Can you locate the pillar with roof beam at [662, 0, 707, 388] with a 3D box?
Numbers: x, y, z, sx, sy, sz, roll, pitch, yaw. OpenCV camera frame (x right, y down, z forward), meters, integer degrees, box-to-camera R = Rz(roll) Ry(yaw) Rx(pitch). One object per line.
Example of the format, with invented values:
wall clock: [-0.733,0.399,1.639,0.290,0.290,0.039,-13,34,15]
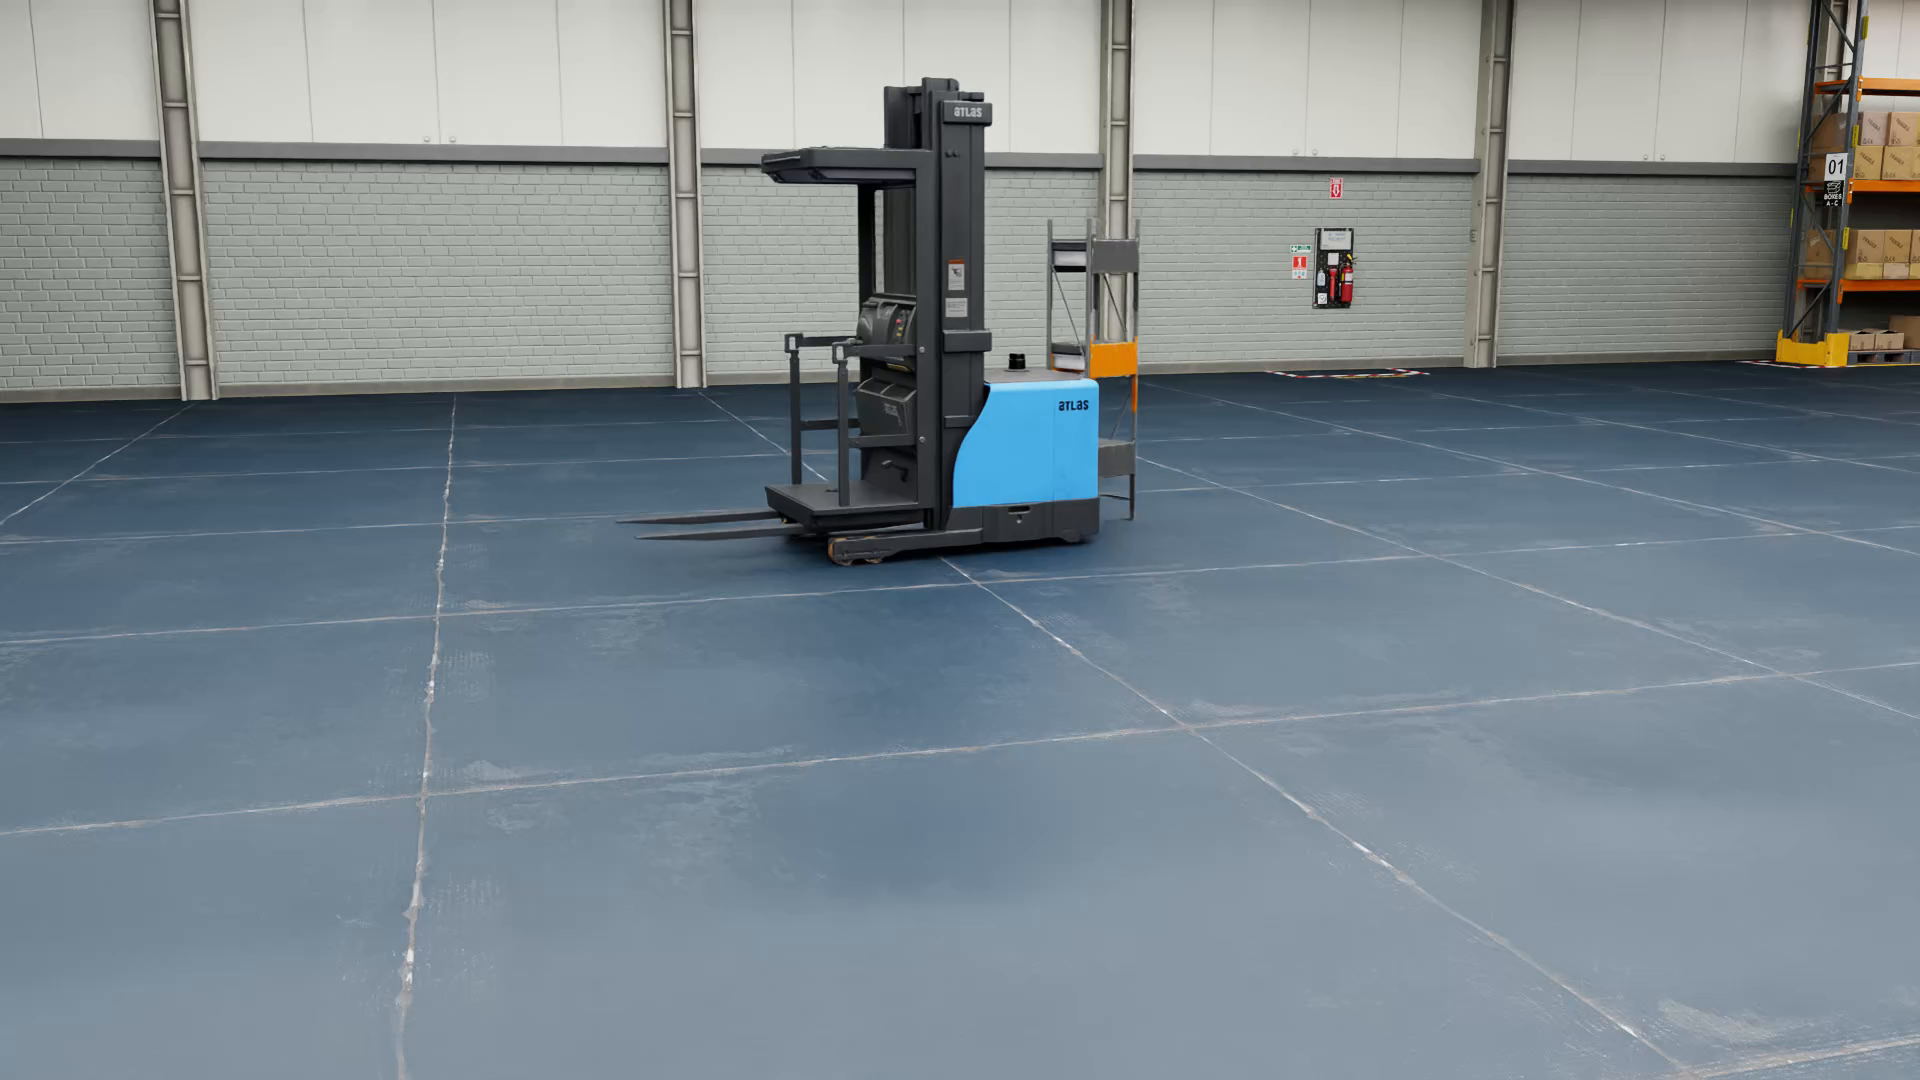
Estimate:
pillar with roof beam: [-2.381,-5.717,17.246,0.400,9.000,9.100,-3,11,-16]

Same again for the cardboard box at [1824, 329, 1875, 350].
cardboard box: [13.957,-3.153,26.101,0.500,0.311,0.500,-4,11,-22]

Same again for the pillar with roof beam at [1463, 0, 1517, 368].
pillar with roof beam: [9.141,-6.324,20.544,0.400,9.000,9.100,-3,11,-16]

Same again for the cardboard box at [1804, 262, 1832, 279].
cardboard box: [13.662,-4.233,26.116,0.500,0.250,0.500,-3,11,-15]

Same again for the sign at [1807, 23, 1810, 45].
sign: [13.132,-7.825,25.680,0.005,0.325,0.100,-3,11,-16]

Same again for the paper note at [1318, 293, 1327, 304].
paper note: [5.365,-3.573,24.605,0.142,0.148,0.016,-3,11,-16]

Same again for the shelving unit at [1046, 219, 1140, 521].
shelving unit: [0.920,-1.167,11.584,0.503,2.100,0.431,-10,14,-42]

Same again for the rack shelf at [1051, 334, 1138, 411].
rack shelf: [0.920,-1.153,11.586,0.480,0.518,0.431,-10,14,-42]

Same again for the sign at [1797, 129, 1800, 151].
sign: [13.132,-6.248,25.970,0.005,0.325,0.100,-3,11,-16]

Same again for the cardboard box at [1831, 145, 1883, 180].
cardboard box: [13.659,-5.748,25.366,0.500,0.500,0.500,-3,11,-14]

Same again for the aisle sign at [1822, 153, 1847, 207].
aisle sign: [13.283,-5.463,25.254,0.004,0.787,0.394,-3,11,-16]

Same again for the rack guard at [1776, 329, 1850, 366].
rack guard: [13.341,-3.014,26.040,0.348,0.500,1.175,-3,11,-16]

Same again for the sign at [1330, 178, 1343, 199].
sign: [5.518,-5.161,24.391,0.199,0.298,0.001,-3,11,-16]

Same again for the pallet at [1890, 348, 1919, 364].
pallet: [15.300,-2.968,26.588,1.213,0.211,1.003,-3,11,-16]

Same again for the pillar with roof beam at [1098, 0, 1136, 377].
pillar with roof beam: [3.380,-6.020,18.895,0.400,9.000,9.100,-3,11,-16]

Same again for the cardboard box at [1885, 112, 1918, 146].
cardboard box: [14.201,-6.260,25.386,0.500,0.500,0.500,-3,11,-17]

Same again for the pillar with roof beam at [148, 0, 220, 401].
pillar with roof beam: [-8.142,-5.413,15.596,0.400,9.000,9.100,-3,11,-16]

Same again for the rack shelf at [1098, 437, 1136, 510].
rack shelf: [0.920,-0.465,11.713,0.480,0.518,0.431,-10,14,-42]

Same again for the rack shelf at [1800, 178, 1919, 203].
rack shelf: [15.188,-5.462,26.136,4.000,0.370,1.077,-3,11,-16]

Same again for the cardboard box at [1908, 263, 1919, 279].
cardboard box: [14.810,-4.199,25.929,0.500,0.250,0.500,-3,11,-17]

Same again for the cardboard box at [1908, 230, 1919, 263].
cardboard box: [14.785,-4.565,25.846,0.500,0.500,0.500,-3,11,-18]

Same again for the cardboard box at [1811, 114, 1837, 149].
cardboard box: [13.609,-6.333,25.785,0.500,0.500,0.500,-3,11,-13]

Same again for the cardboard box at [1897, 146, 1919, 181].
cardboard box: [14.682,-5.796,25.626,0.500,0.500,0.500,-2,11,-13]

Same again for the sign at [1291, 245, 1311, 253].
sign: [5.001,-4.270,24.396,0.331,0.109,0.001,-3,11,-16]

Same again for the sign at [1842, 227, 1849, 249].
sign: [13.420,-4.571,25.202,0.005,0.325,0.100,-3,11,-16]

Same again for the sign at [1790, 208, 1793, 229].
sign: [13.132,-5.062,26.189,0.005,0.325,0.100,-3,11,-16]

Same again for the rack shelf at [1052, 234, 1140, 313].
rack shelf: [0.919,-1.842,11.460,0.480,0.518,0.431,-10,14,-42]

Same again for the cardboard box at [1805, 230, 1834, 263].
cardboard box: [13.661,-4.606,26.067,0.500,0.500,0.500,-3,11,-17]

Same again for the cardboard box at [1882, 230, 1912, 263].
cardboard box: [14.287,-4.540,25.710,0.500,0.500,0.500,-3,11,-16]

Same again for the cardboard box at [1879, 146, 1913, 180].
cardboard box: [14.184,-5.769,25.480,0.500,0.500,0.500,-2,11,-12]

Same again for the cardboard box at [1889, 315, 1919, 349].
cardboard box: [15.223,-3.304,26.395,0.500,0.500,0.700,-4,11,-20]

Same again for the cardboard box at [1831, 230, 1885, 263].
cardboard box: [13.810,-4.517,25.584,0.500,0.500,0.500,-3,11,-16]

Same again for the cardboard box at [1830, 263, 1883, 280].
cardboard box: [13.825,-4.145,25.639,0.500,0.250,0.500,-3,11,-18]

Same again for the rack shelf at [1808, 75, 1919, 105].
rack shelf: [15.188,-6.936,25.865,4.000,0.370,1.077,-3,11,-16]

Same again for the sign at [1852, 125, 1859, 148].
sign: [13.420,-6.051,24.929,0.005,0.325,0.100,-3,11,-16]

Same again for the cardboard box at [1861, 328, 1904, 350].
cardboard box: [14.505,-3.182,26.258,0.500,0.311,0.500,-2,11,-11]

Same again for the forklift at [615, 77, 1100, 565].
forklift: [-0.653,-1.395,10.527,3.031,2.935,1.130,-4,11,-22]

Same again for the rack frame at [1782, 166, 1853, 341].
rack frame: [13.268,-4.240,25.792,0.127,3.000,1.000,-3,11,-16]

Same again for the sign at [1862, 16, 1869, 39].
sign: [13.419,-7.594,24.645,0.005,0.325,0.100,-3,11,-16]

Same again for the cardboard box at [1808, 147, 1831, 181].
cardboard box: [13.598,-5.839,25.864,0.500,0.500,0.500,-2,11,-12]

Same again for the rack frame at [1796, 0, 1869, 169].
rack frame: [13.268,-7.190,25.249,0.127,3.000,1.000,-3,11,-16]

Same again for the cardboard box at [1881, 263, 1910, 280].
cardboard box: [14.320,-4.174,25.795,0.500,0.250,0.500,-3,11,-18]

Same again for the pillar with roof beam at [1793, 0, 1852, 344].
pillar with roof beam: [14.901,-6.628,22.193,0.400,9.000,9.100,-3,11,-16]

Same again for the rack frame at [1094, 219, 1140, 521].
rack frame: [1.099,-1.197,11.747,0.015,2.100,0.400,-10,14,-42]

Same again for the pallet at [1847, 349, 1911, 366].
pallet: [14.131,-2.907,26.256,1.213,0.211,1.003,-3,11,-16]

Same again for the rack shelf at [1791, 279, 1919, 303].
rack shelf: [15.188,-3.987,26.407,4.000,0.370,1.077,-3,11,-16]

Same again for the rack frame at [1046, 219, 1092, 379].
rack frame: [0.741,-1.137,11.421,0.015,2.100,0.400,-10,14,-42]

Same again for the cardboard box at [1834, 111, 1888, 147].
cardboard box: [13.706,-6.243,25.296,0.500,0.500,0.500,-4,11,-20]

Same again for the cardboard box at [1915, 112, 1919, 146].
cardboard box: [14.690,-6.288,25.538,0.500,0.500,0.500,-3,11,-14]

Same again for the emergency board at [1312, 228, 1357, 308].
emergency board: [5.554,-4.004,24.509,0.643,1.169,0.194,-3,11,-16]

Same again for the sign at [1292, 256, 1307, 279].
sign: [4.994,-4.011,24.451,0.234,0.329,0.001,-3,11,-16]
